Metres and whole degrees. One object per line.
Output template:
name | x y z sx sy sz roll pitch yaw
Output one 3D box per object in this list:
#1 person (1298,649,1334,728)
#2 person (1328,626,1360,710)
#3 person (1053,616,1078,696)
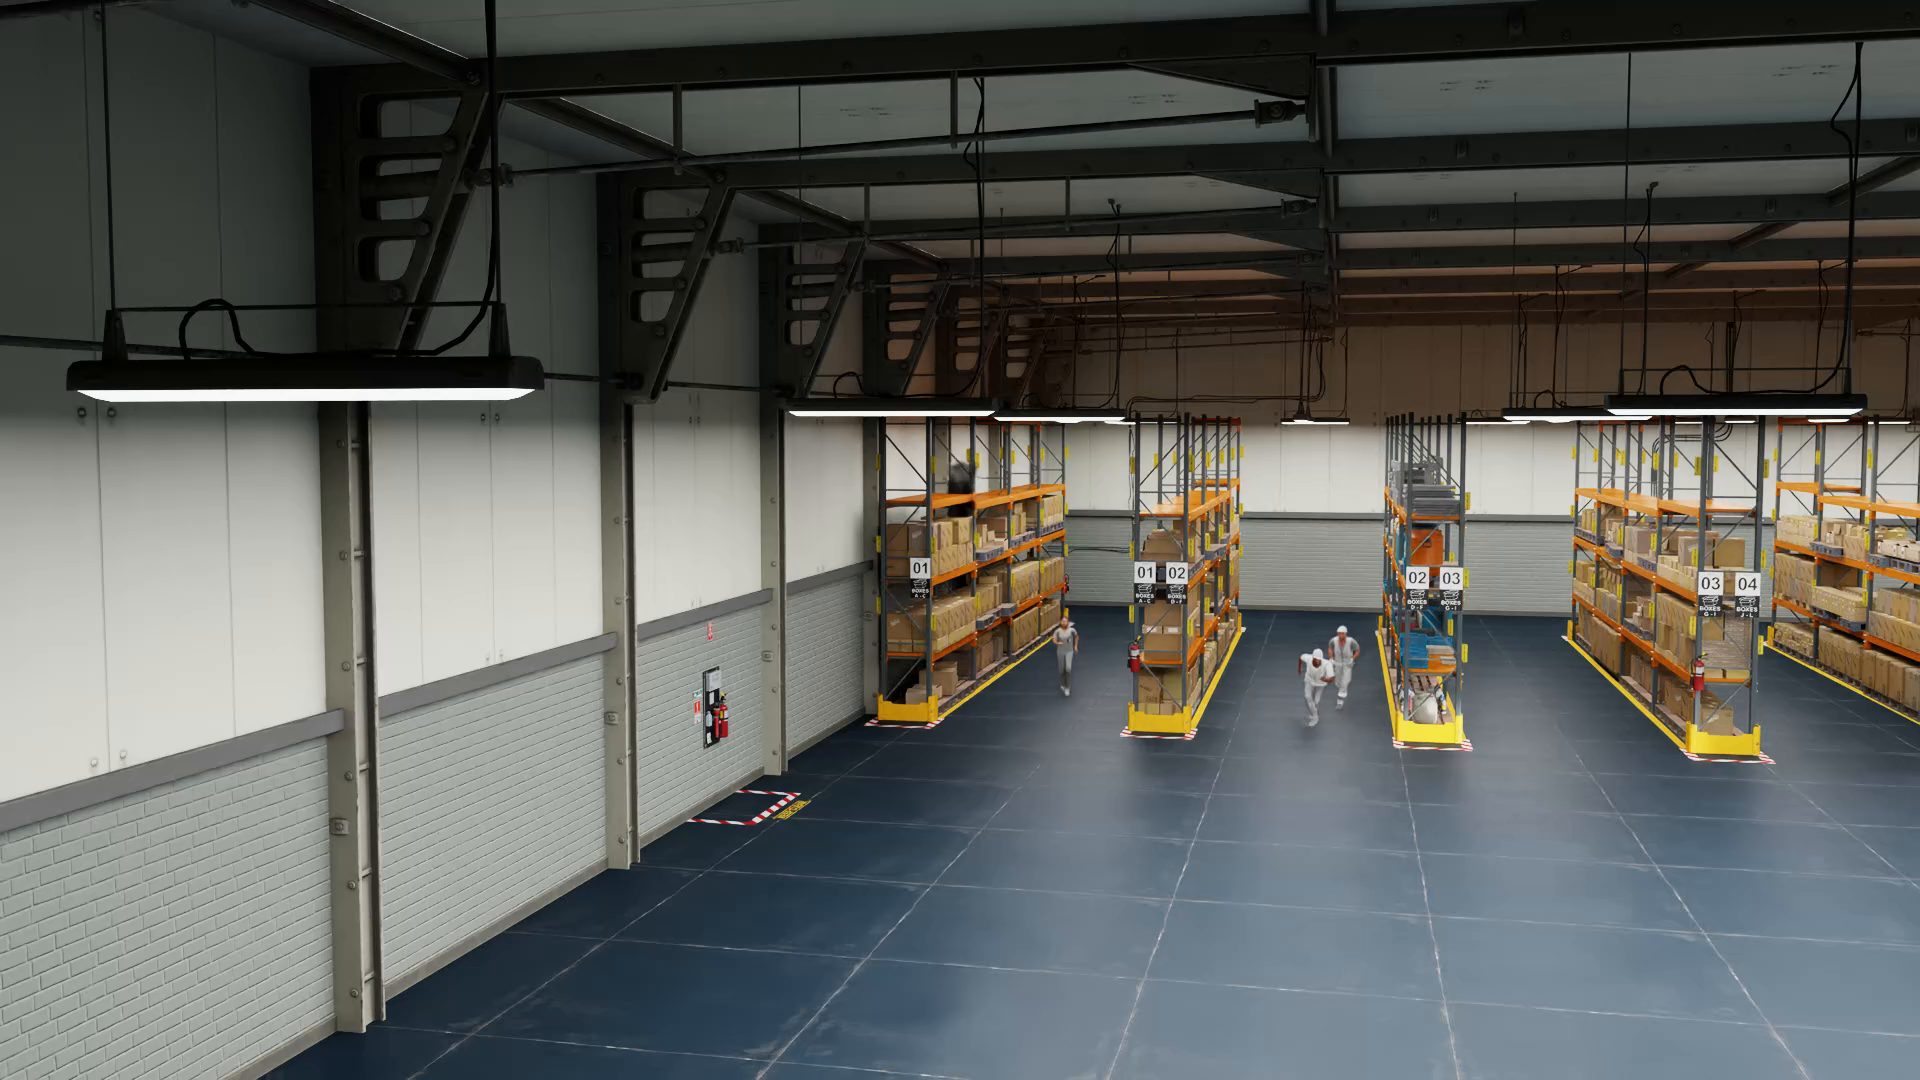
person | 6.851 2.804 32.019 0.694 1.539 1.160 1 4 13
person | 7.851 2.588 33.988 0.649 1.721 0.858 1 4 17
person | 2.262 2.474 35.706 0.542 1.713 0.816 0 4 6
